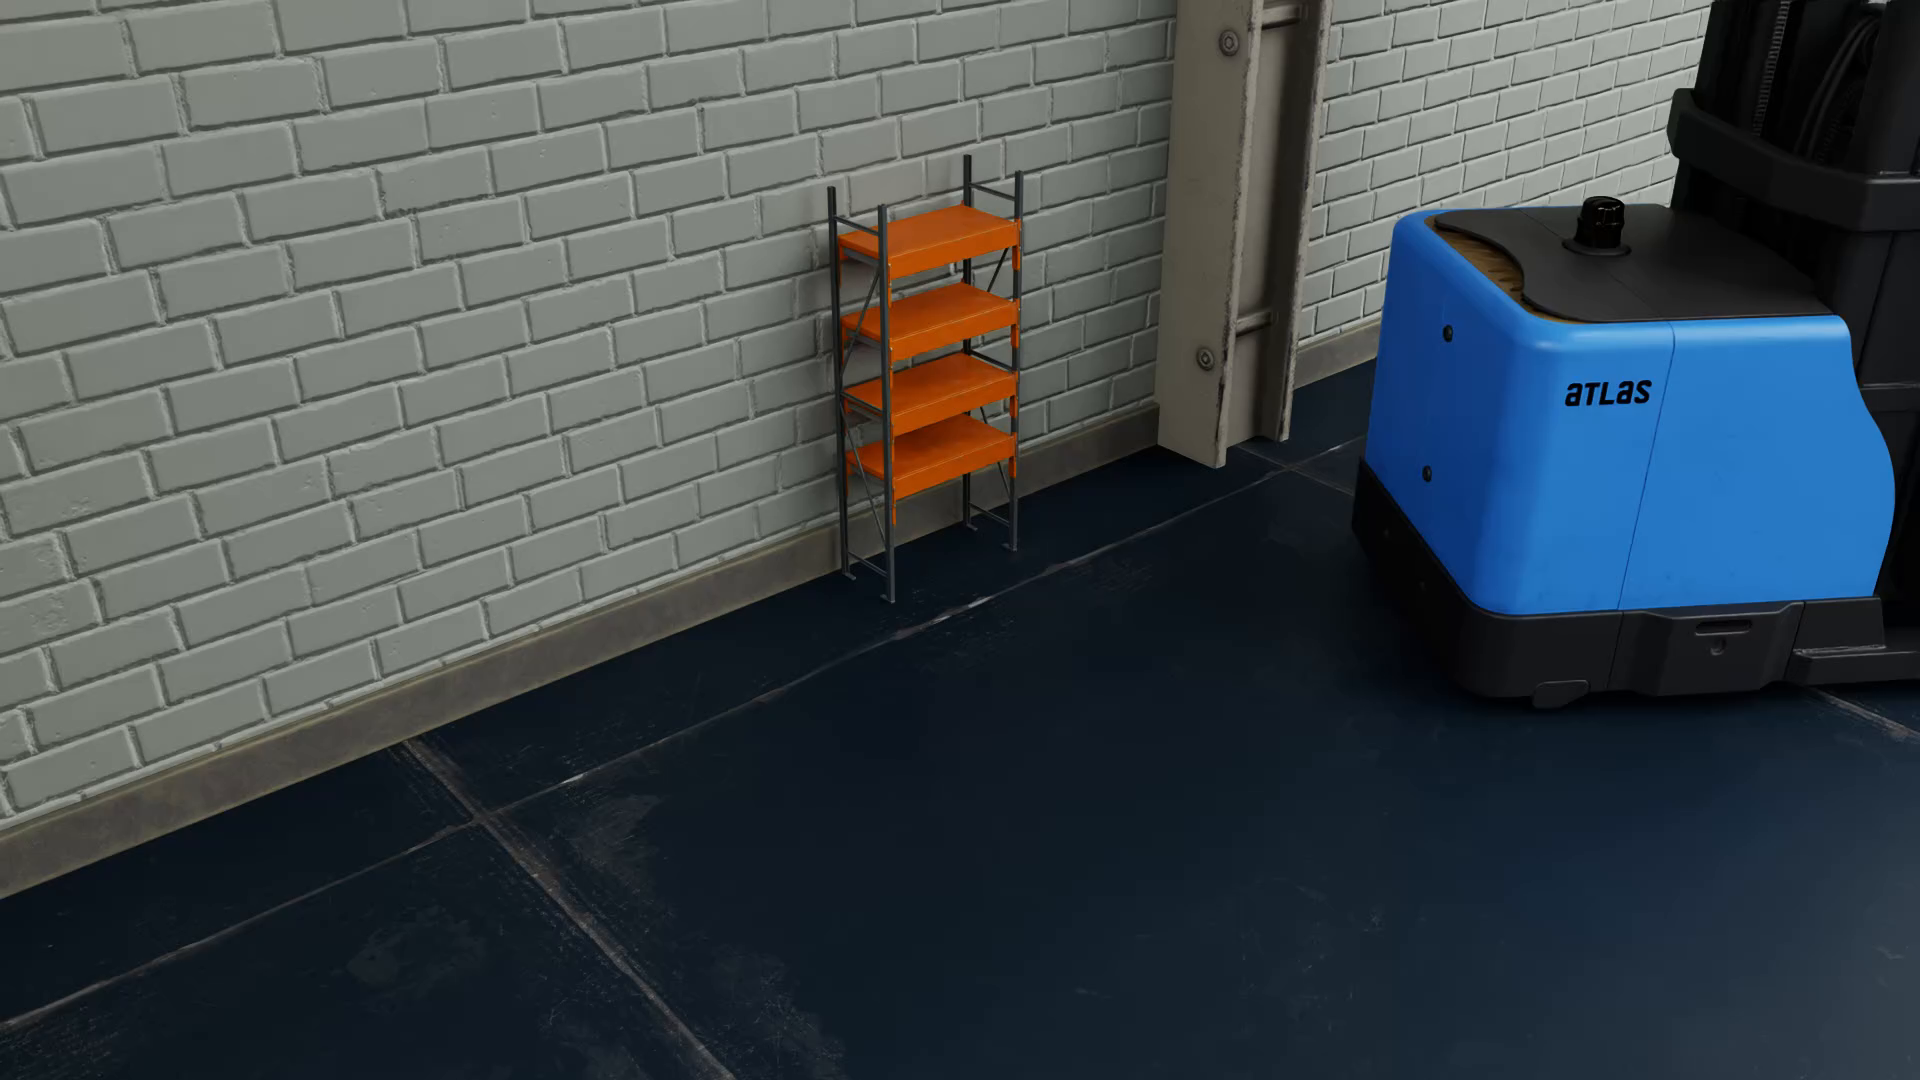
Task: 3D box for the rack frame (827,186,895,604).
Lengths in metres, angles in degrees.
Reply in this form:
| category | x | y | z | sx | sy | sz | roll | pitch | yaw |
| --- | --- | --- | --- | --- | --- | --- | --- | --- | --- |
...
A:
| category | x | y | z | sx | sy | sz | roll | pitch | yaw |
| --- | --- | --- | --- | --- | --- | --- | --- | --- | --- |
| rack frame | -0.275 | -0.385 | 4.697 | 0.015 | 1.200 | 0.240 | -22 | 35 | -35 |

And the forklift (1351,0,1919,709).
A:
| category | x | y | z | sx | sy | sz | roll | pitch | yaw |
| --- | --- | --- | --- | --- | --- | --- | --- | --- | --- |
| forklift | 2.765 | -1.134 | 4.262 | 3.031 | 2.935 | 1.130 | -3 | 28 | -5 |

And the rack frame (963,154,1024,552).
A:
| category | x | y | z | sx | sy | sz | roll | pitch | yaw |
| --- | --- | --- | --- | --- | --- | --- | --- | --- | --- |
| rack frame | 0.093 | -0.536 | 4.979 | 0.015 | 1.200 | 0.240 | -22 | 35 | -35 |

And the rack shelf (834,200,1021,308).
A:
| category | x | y | z | sx | sy | sz | roll | pitch | yaw |
| --- | --- | --- | --- | --- | --- | --- | --- | --- | --- |
| rack shelf | -0.091 | -0.807 | 4.653 | 0.480 | 0.148 | 0.258 | -22 | 35 | -35 |

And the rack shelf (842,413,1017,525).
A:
| category | x | y | z | sx | sy | sz | roll | pitch | yaw |
| --- | --- | --- | --- | --- | --- | --- | --- | --- | --- |
| rack shelf | -0.091 | -0.226 | 4.964 | 0.480 | 0.148 | 0.258 | -22 | 35 | -35 |

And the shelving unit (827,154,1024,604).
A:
| category | x | y | z | sx | sy | sz | roll | pitch | yaw |
| --- | --- | --- | --- | --- | --- | --- | --- | --- | --- |
| shelving unit | -0.091 | -0.460 | 4.838 | 0.503 | 1.200 | 0.258 | -22 | 35 | -35 |

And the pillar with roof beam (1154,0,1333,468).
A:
| category | x | y | z | sx | sy | sz | roll | pitch | yaw |
| --- | --- | --- | --- | --- | --- | --- | --- | --- | --- |
| pillar with roof beam | 3.721 | -2.785 | 0.913 | 0.400 | 9.000 | 9.100 | -22 | 35 | -35 |

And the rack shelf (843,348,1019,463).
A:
| category | x | y | z | sx | sy | sz | roll | pitch | yaw |
| --- | --- | --- | --- | --- | --- | --- | --- | --- | --- |
| rack shelf | -0.091 | -0.401 | 4.870 | 0.480 | 0.148 | 0.258 | -22 | 35 | -35 |

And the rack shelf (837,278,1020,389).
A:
| category | x | y | z | sx | sy | sz | roll | pitch | yaw |
| --- | --- | --- | --- | --- | --- | --- | --- | --- | --- |
| rack shelf | -0.091 | -0.598 | 4.764 | 0.480 | 0.148 | 0.258 | -22 | 35 | -35 |
